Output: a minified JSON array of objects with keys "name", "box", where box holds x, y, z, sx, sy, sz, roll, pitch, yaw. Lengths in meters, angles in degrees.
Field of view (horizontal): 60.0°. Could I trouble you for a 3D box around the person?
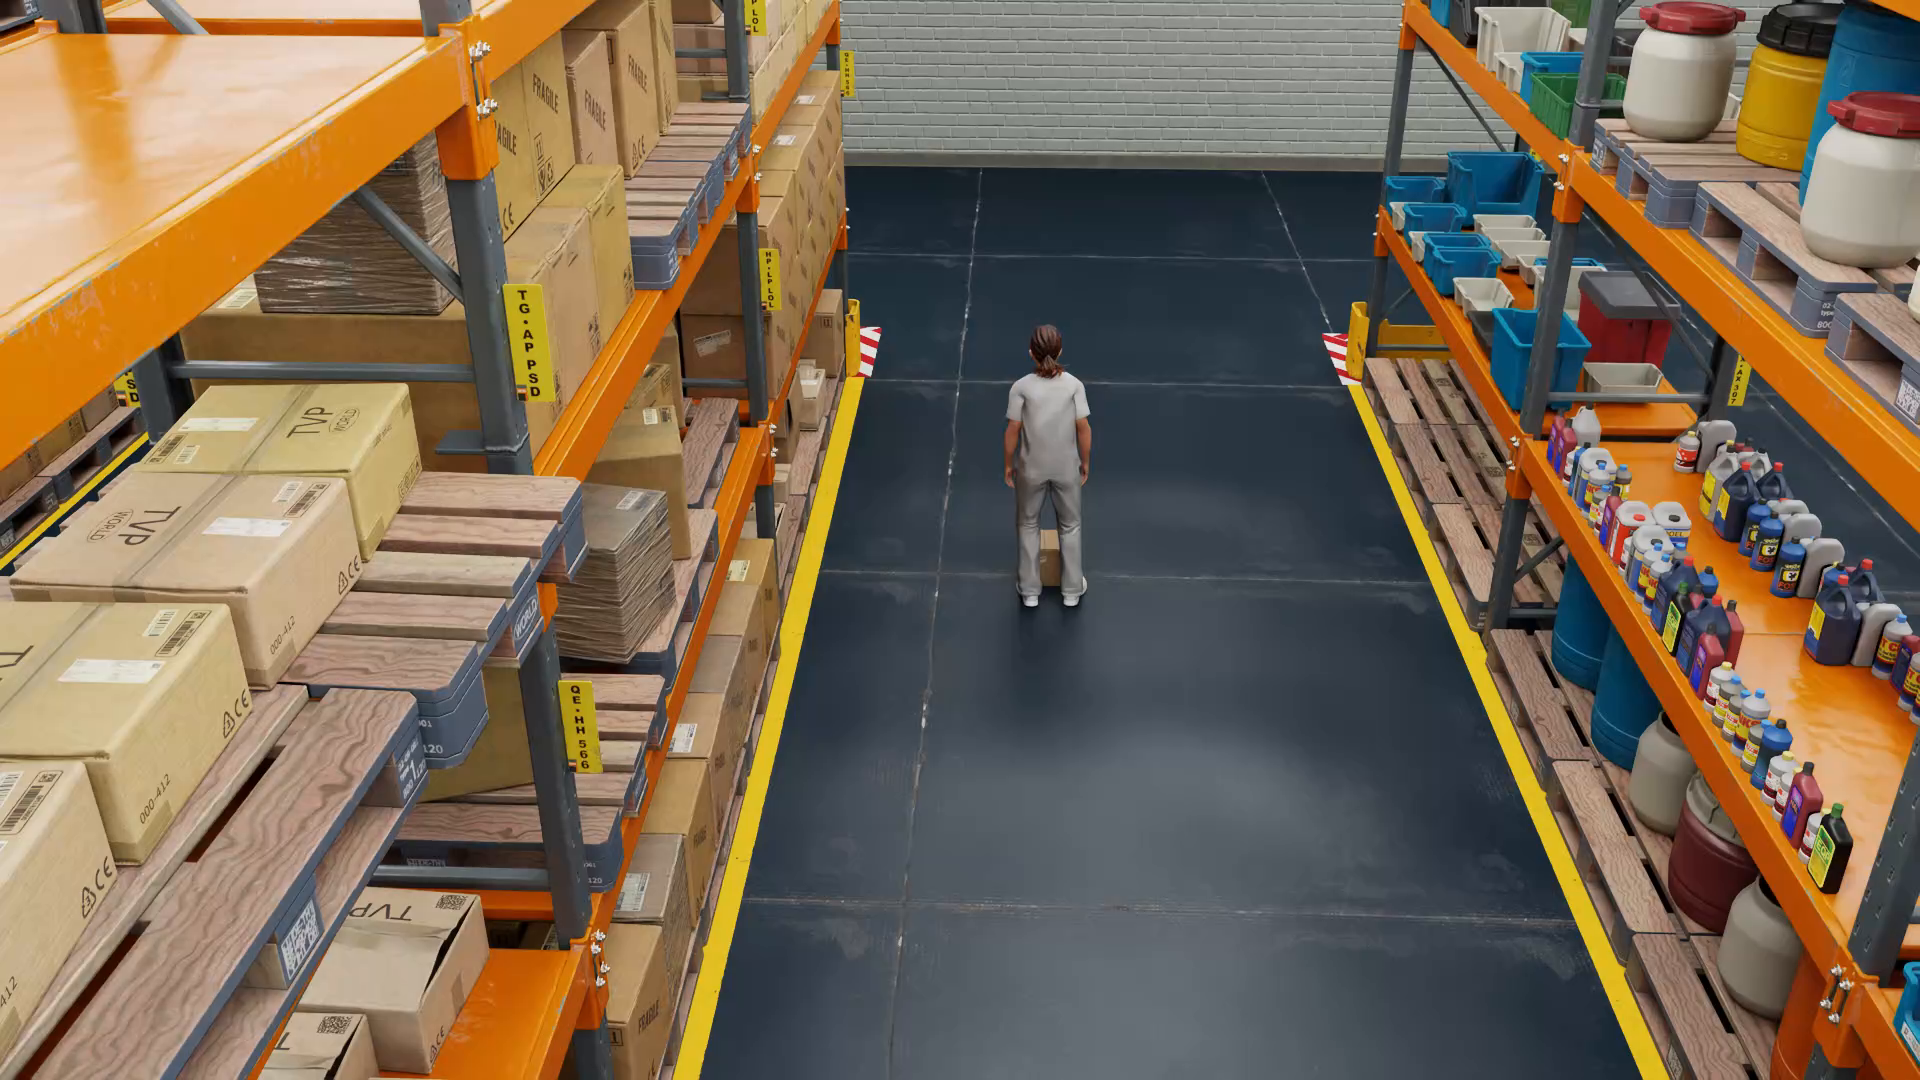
[{"name":"person","box":[0.499,-0.402,9.379,0.512,1.671,0.359,-1,28,-1]}]
